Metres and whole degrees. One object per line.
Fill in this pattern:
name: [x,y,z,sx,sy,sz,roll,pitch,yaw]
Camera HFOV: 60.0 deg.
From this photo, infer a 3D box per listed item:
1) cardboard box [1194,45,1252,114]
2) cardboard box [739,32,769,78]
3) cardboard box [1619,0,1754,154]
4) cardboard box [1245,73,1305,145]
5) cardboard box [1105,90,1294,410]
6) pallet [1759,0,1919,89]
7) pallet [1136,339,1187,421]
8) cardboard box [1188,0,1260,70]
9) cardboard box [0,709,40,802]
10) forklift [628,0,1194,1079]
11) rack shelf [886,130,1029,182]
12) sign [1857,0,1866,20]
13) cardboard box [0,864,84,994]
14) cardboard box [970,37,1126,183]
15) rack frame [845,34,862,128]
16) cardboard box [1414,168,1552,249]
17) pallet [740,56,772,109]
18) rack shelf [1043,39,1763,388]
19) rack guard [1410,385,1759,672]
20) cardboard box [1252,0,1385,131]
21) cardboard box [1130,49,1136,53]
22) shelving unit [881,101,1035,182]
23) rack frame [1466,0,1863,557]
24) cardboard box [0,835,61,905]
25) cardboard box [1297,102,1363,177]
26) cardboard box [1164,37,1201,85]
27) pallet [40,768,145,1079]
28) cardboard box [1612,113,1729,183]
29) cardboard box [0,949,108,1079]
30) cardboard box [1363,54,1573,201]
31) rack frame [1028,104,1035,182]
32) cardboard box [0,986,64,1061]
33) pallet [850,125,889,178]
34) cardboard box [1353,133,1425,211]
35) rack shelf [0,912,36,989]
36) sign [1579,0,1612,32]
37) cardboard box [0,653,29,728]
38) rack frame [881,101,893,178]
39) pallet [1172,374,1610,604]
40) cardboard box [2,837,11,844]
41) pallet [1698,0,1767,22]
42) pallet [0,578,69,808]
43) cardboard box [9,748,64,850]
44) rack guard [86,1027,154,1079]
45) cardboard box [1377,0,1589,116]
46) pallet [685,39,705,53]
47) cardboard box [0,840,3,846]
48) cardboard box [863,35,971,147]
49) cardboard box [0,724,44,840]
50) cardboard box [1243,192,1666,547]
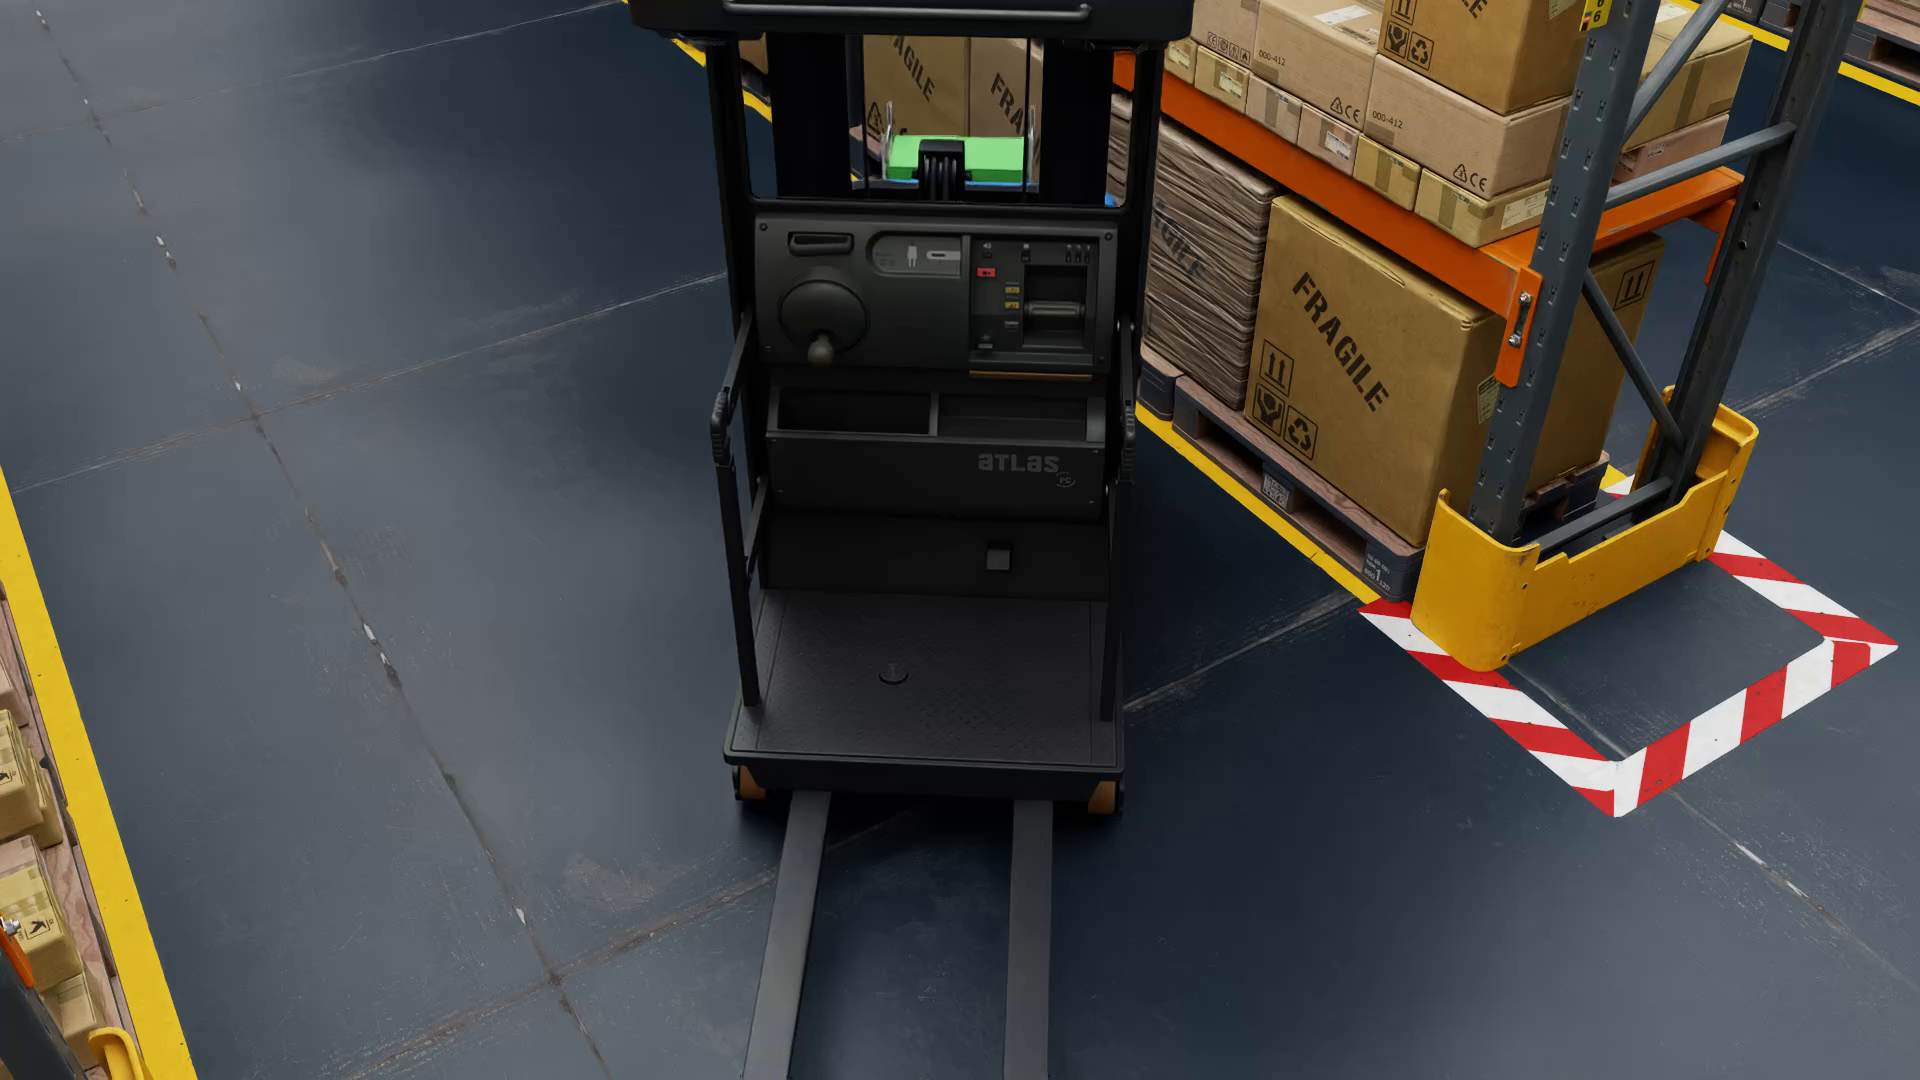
cardboard box: [1.000,-1.558,5.473,0.380,0.149,0.250,-23,45,-25]
cardboard box: [-0.492,-2.868,8.180,1.225,0.875,0.875,-22,45,-24]
cardboard box: [1.989,-1.434,5.012,0.500,0.250,0.500,-23,45,-25]
cardboard box: [1.141,-1.419,5.306,0.380,0.149,0.250,-21,44,-24]
cardboard box: [1.119,-1.179,6.154,0.875,0.875,0.875,-22,45,-24]
pallet: [5.133,-2.775,8.915,1.003,0.211,1.213,-22,45,-24]
pallet: [0.872,-1.016,6.805,1.003,0.211,1.213,-22,45,-24]
cardboard box: [0.989,-1.801,5.452,0.500,0.250,0.500,-24,45,-26]
cardboard box: [-2.634,0.631,4.316,0.380,0.149,0.250,-21,44,-23]
forklift: [-0.075,-0.554,4.125,1.130,2.935,3.031,2,40,3]
rack shelf: [-0.002,-1.272,5.689,0.480,0.148,0.258,2,40,3]
sign: [2.491,-1.576,4.560,0.100,0.325,0.005,-22,45,-24]
cardboard box: [-2.212,0.933,3.721,0.380,0.149,0.250,-24,46,-26]
cardboard box: [0.640,-1.660,6.730,0.875,0.875,0.875,-22,45,-24]
rack frame: [-0.131,-3.184,7.228,1.000,3.000,0.127,-22,45,-24]
cardboard box: [1.551,-1.007,4.812,0.380,0.149,0.250,-21,44,-24]
pallet: [-0.610,-2.503,8.589,1.003,0.211,1.213,-22,45,-24]
rack shelf: [0.944,-1.828,6.163,1.077,0.370,4.000,-22,45,-24]
rack guard: [2.033,-0.052,5.422,1.175,0.500,0.348,-22,45,-24]
cardboard box: [1.263,-1.526,5.123,0.500,0.250,0.500,-23,45,-25]
cardboard box: [0.729,-1.833,5.802,0.380,0.149,0.250,-21,44,-24]
shelving unit: [-0.002,-0.952,5.955,0.503,1.200,0.258,2,40,3]
rack frame: [2.020,-1.025,4.637,1.000,3.000,0.127,-22,45,-24]
cardboard box: [-2.382,0.909,3.983,0.380,0.149,0.250,-22,45,-25]
cardboard box: [1.275,-1.284,5.144,0.380,0.149,0.250,-22,45,-24]
cardboard box: [0.860,-1.698,5.641,0.380,0.149,0.250,-22,45,-24]
pallet: [-2.665,1.207,4.136,1.003,0.211,1.213,-22,45,-24]
cardboard box: [2.107,-1.234,5.084,0.380,0.149,0.250,-22,44,-24]
cardboard box: [-2.228,1.169,3.903,0.380,0.149,0.250,-21,44,-24]
cardboard box: [1.535,-1.252,4.794,0.500,0.250,0.500,-23,45,-25]
rack frame: [0.242,-0.943,5.945,0.015,1.200,0.240,2,40,3]
cardboard box: [-2.282,1.076,3.782,0.380,0.149,0.250,-20,44,-23]
pallet: [0.212,-1.675,7.596,1.003,0.211,1.213,-22,45,-24]
cardboard box: [1.409,-1.147,4.980,0.380,0.149,0.250,-22,44,-24]
rack shelf: [-3.292,-0.175,4.179,1.077,0.370,4.000,-22,45,-24]
sign: [1.555,-1.382,3.975,0.100,0.325,0.005,-22,45,-24]
cardboard box: [-2.901,0.479,4.731,0.380,0.149,0.250,-24,46,-26]
rack frame: [-0.246,-0.961,5.966,0.015,1.200,0.240,2,40,3]
pallet: [1.524,-0.358,6.015,1.003,0.211,1.213,-22,45,-24]
cardboard box: [-2.578,0.924,4.197,0.380,0.149,0.250,-22,44,-24]
pallet: [4.473,-3.434,9.706,1.003,0.211,1.213,-22,45,-24]
pallet: [-3.316,0.549,4.926,1.003,0.211,1.213,-22,45,-24]
cardboard box: [-2.623,0.748,4.408,0.380,0.149,0.250,-22,44,-24]
rack guard: [-2.257,1.547,3.503,1.175,0.500,0.348,-22,45,-24]
cardboard box: [1.536,-1.542,4.557,0.500,0.500,0.500,-22,44,-24]
pallet: [-1.270,-3.162,9.380,1.003,0.211,1.213,-22,45,-24]
cardboard box: [-2.588,0.807,4.105,0.380,0.149,0.250,-22,44,-24]
cardboard box: [0.156,-2.145,7.313,0.875,0.875,0.875,-22,45,-24]
cardboard box: [-2.489,0.646,4.066,0.380,0.149,0.250,-22,45,-25]
cardboard box: [1.608,-0.688,5.564,0.875,0.875,0.875,-22,45,-24]
